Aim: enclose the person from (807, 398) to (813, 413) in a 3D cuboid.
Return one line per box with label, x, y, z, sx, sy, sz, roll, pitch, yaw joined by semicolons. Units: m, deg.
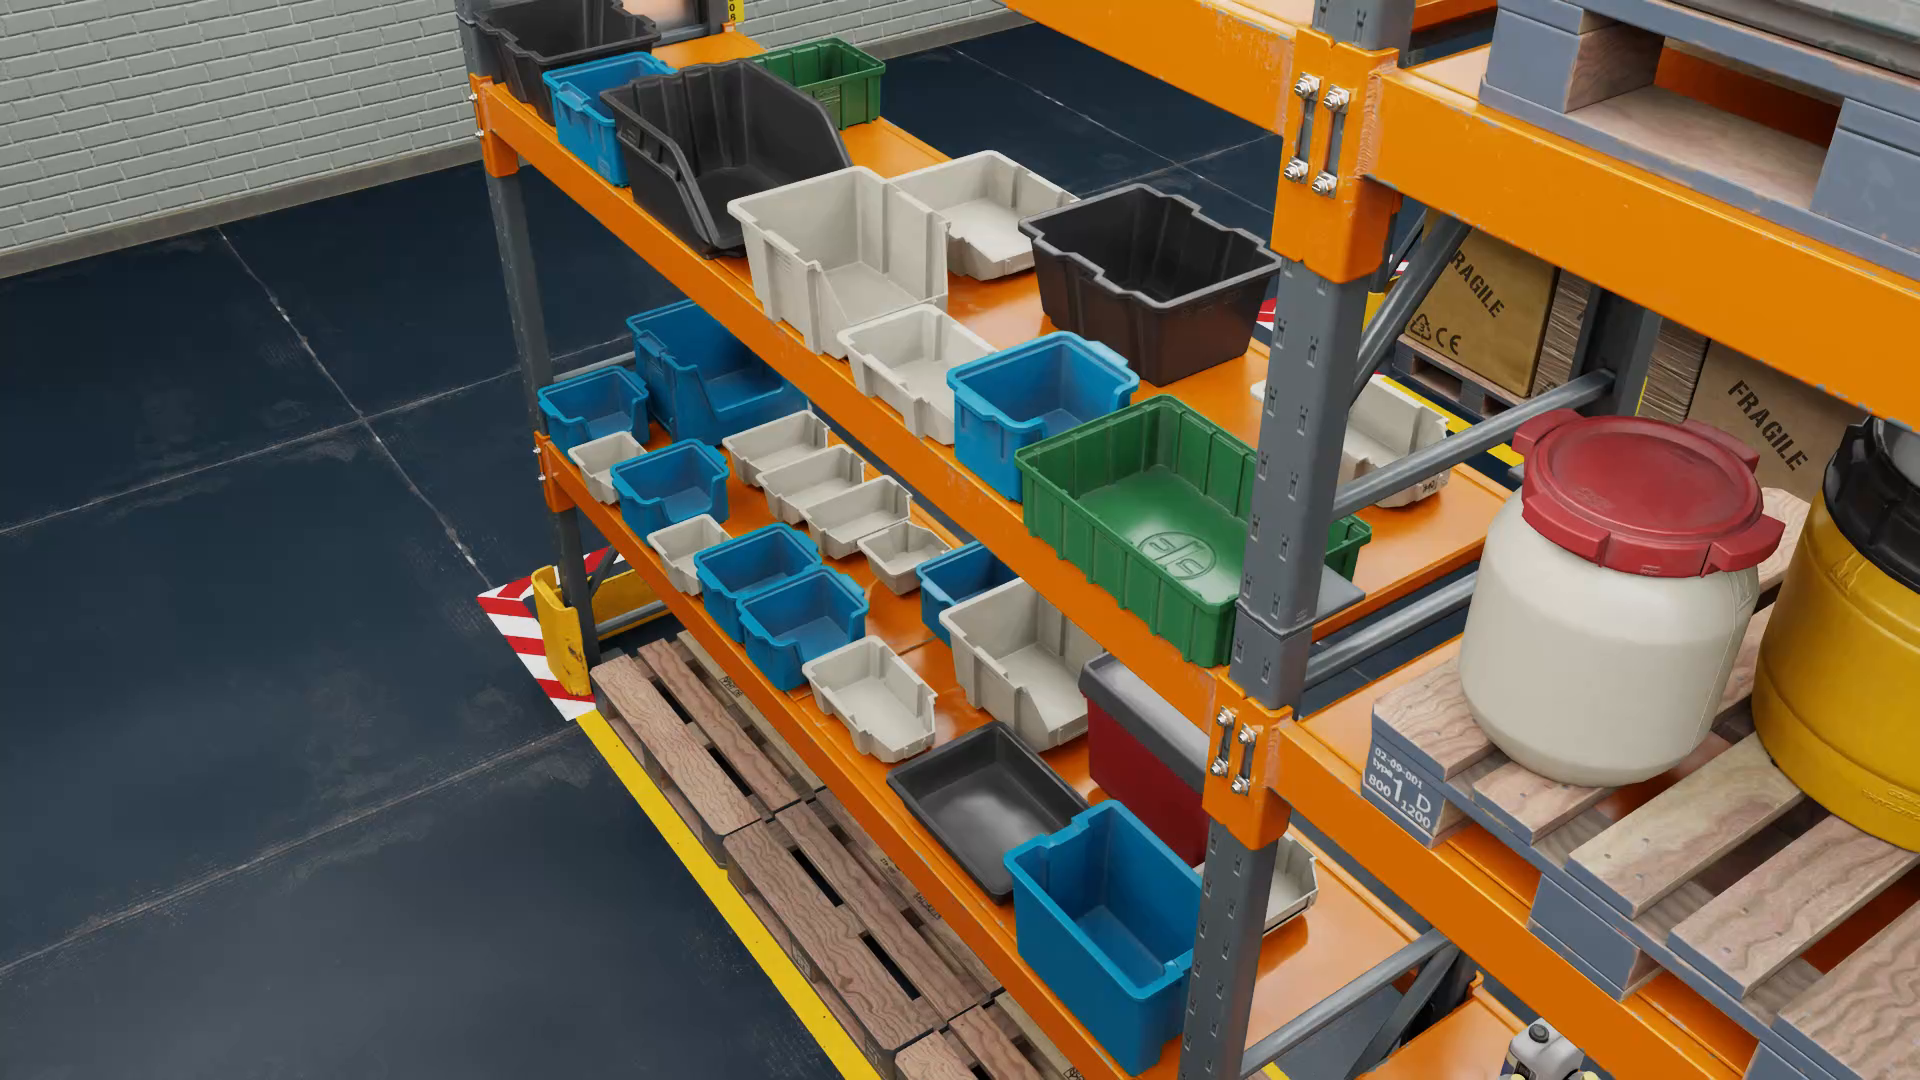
person;-0.932;-1.021;8.349;0.529;1.692;0.479;-3;37;-4
